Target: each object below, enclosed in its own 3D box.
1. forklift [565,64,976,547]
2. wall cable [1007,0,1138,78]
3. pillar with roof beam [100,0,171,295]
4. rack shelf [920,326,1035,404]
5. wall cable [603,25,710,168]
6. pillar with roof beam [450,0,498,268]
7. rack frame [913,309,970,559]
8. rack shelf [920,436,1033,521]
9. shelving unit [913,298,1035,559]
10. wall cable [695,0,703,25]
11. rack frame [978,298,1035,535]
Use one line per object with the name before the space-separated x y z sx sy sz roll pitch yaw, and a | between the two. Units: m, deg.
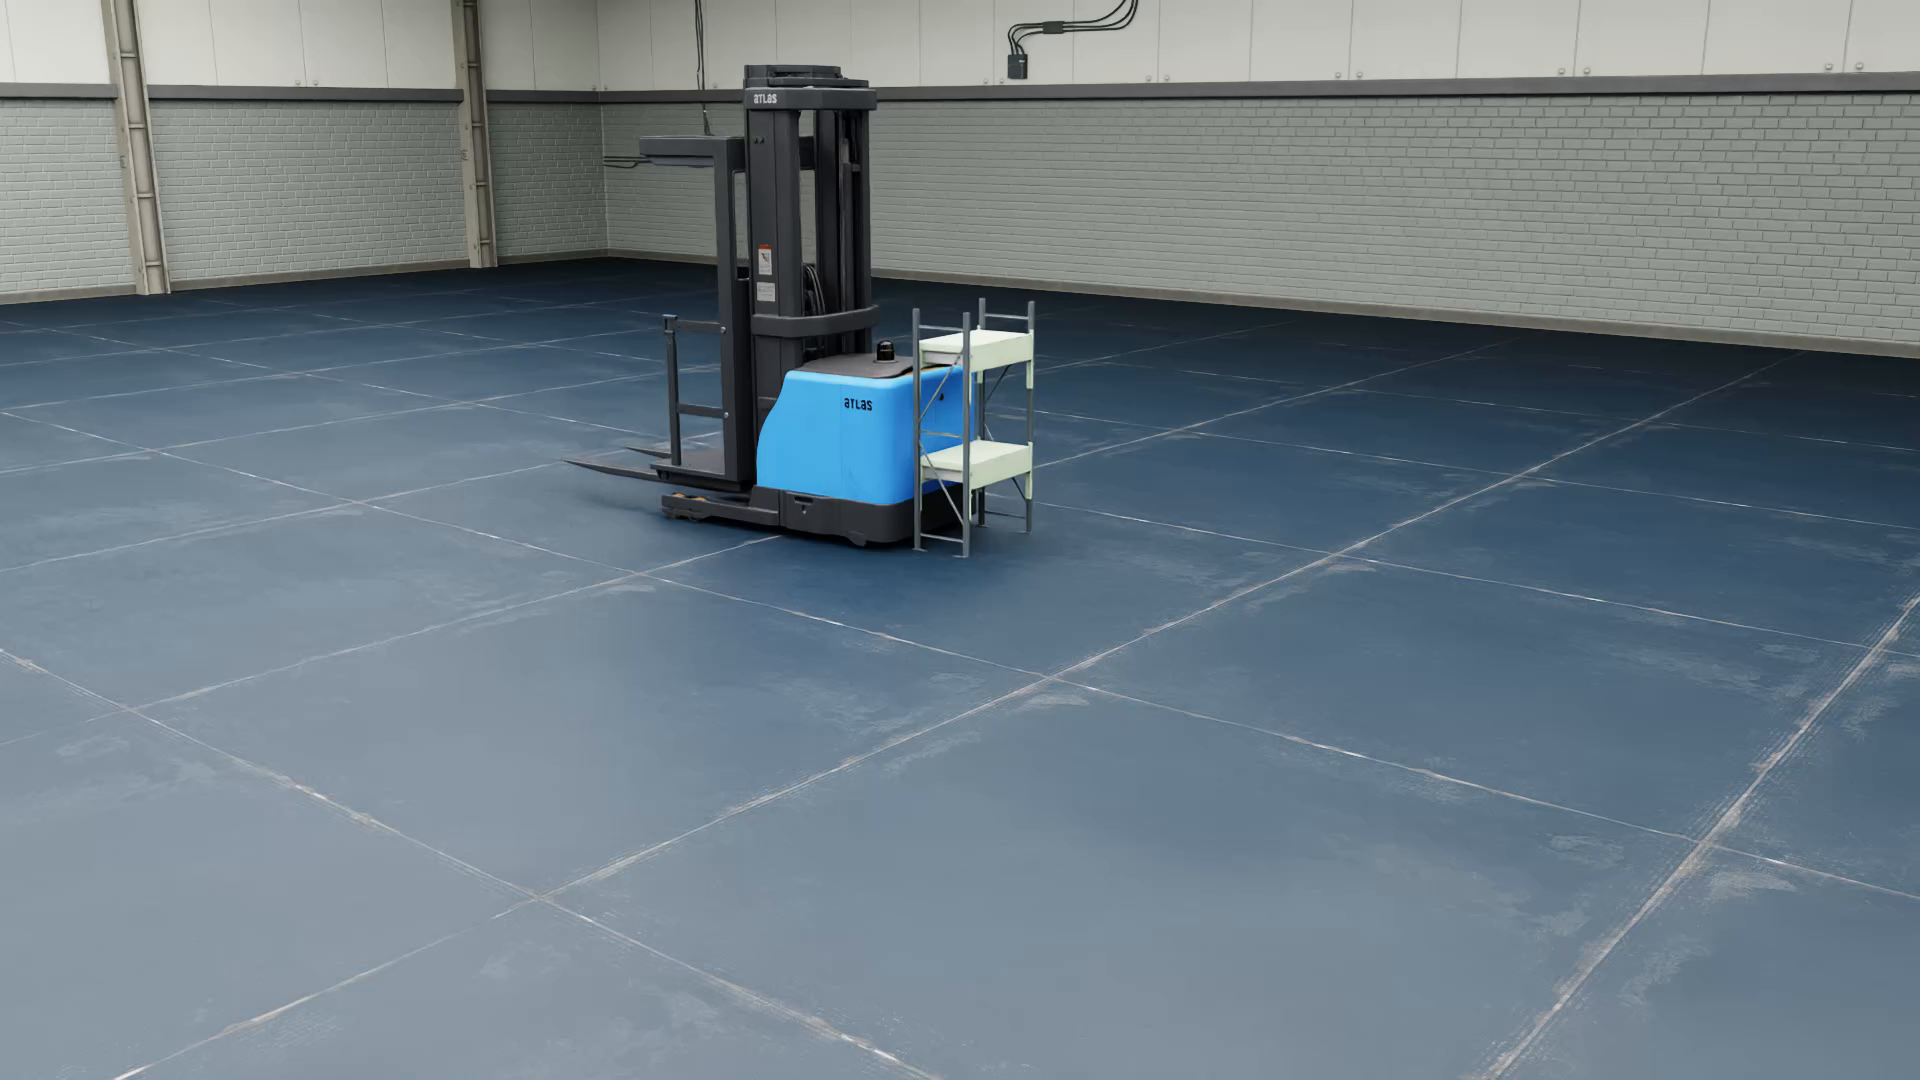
forklift | -1.402 -1.637 11.116 3.031 2.935 1.130 9 17 33
wall cable | 1.647 -9.831 24.139 2.305 6.003 0.169 11 18 38
pillar with roof beam | -9.030 -7.480 21.791 9.100 9.000 0.400 11 18 38
rack shelf | 0.091 -1.092 10.290 0.431 0.370 0.720 9 17 33
wall cable | -5.727 -8.150 30.735 3.097 2.526 0.112 11 18 38
pillar with roof beam | -5.258 -8.629 26.314 9.100 9.000 0.400 11 18 38
rack frame | -0.112 -0.639 10.091 0.400 1.500 0.023 9 17 33
rack shelf | 0.091 -0.398 10.467 0.431 0.370 0.720 9 17 33
shelving unit | 0.091 -0.714 10.386 0.431 1.500 0.755 9 17 33
wall cable | -3.623 -10.179 28.465 3.097 2.526 0.112 11 18 38
rack frame | 0.295 -0.789 10.681 0.400 1.500 0.023 9 17 33
